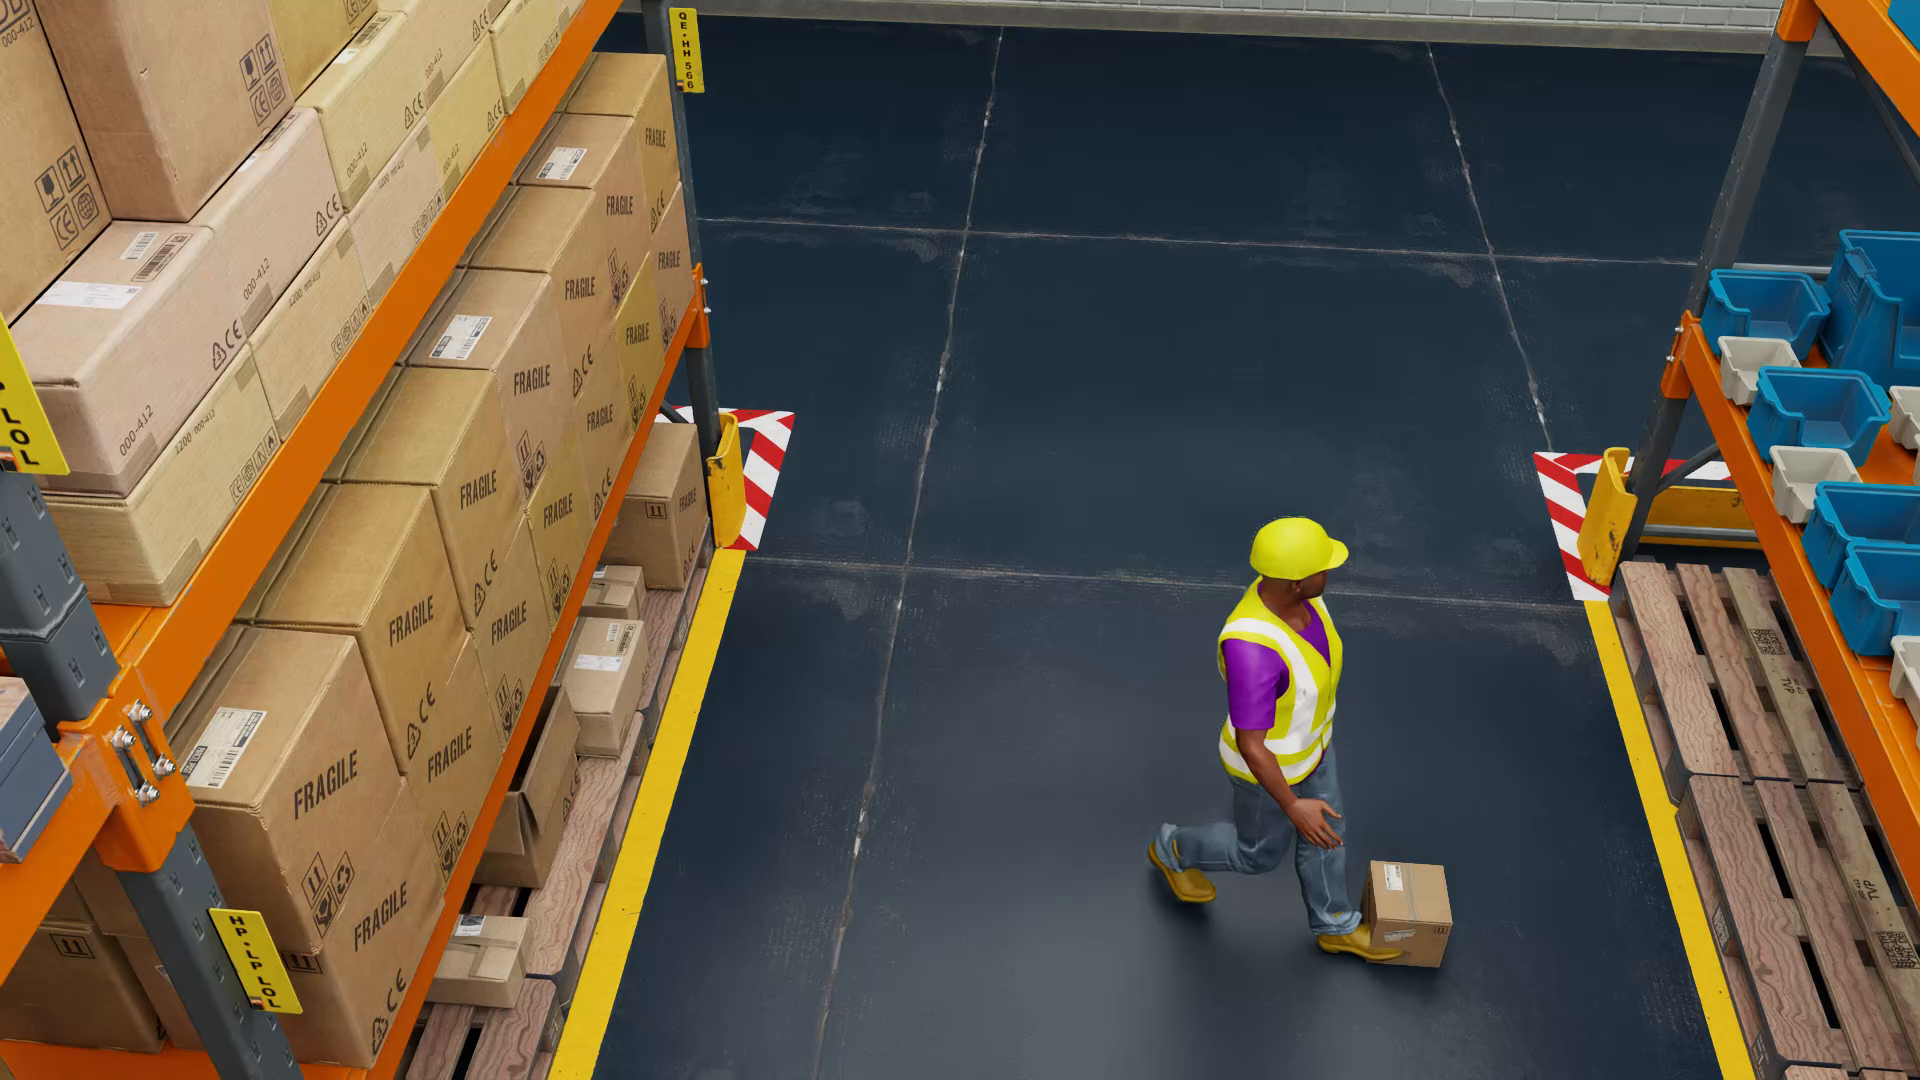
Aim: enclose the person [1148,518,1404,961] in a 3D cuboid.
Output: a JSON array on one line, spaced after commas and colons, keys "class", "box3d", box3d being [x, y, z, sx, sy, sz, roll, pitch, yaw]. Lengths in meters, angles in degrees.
[{"class": "person", "box3d": [1.093, 0.692, 5.335, 0.938, 1.720, 0.650, 20, 44, 23]}]
